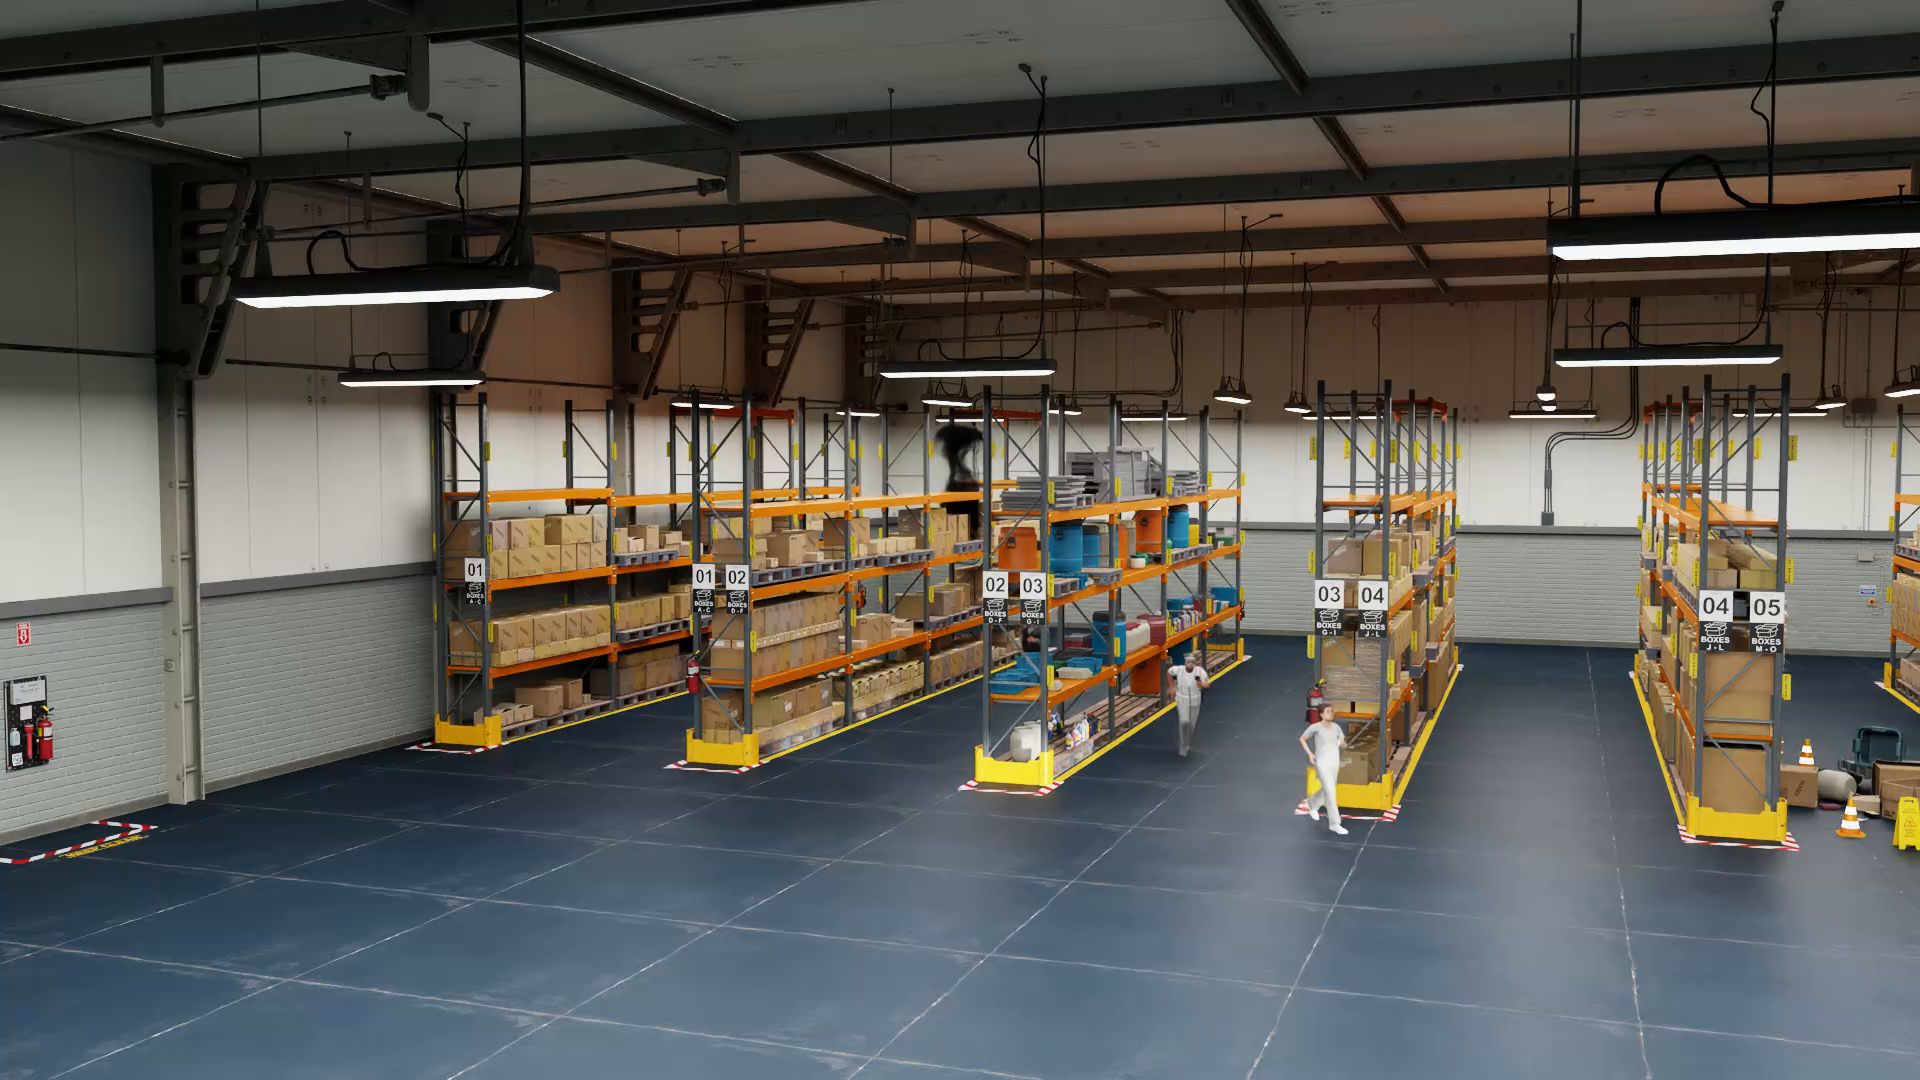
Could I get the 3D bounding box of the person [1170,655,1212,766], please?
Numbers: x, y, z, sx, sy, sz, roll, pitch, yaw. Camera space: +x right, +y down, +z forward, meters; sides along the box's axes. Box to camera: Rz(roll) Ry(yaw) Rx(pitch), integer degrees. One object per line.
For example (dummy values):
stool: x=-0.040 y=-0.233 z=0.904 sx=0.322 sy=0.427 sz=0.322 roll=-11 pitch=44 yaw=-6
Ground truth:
person: x=3.745 y=2.710 z=26.983 sx=0.664 sy=1.777 sz=1.079 roll=0 pitch=3 yaw=2

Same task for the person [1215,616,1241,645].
person: x=6.748 y=1.972 z=41.660 sx=0.756 sy=1.610 sz=0.597 roll=2 pitch=4 yaw=37

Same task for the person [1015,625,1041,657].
person: x=1.398 y=2.336 z=33.787 sx=0.664 sy=1.735 sz=0.896 roll=1 pitch=3 yaw=23

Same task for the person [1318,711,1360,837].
person: x=4.936 y=3.031 z=21.705 sx=0.564 sy=1.620 sz=0.625 roll=-1 pitch=3 yaw=-26
